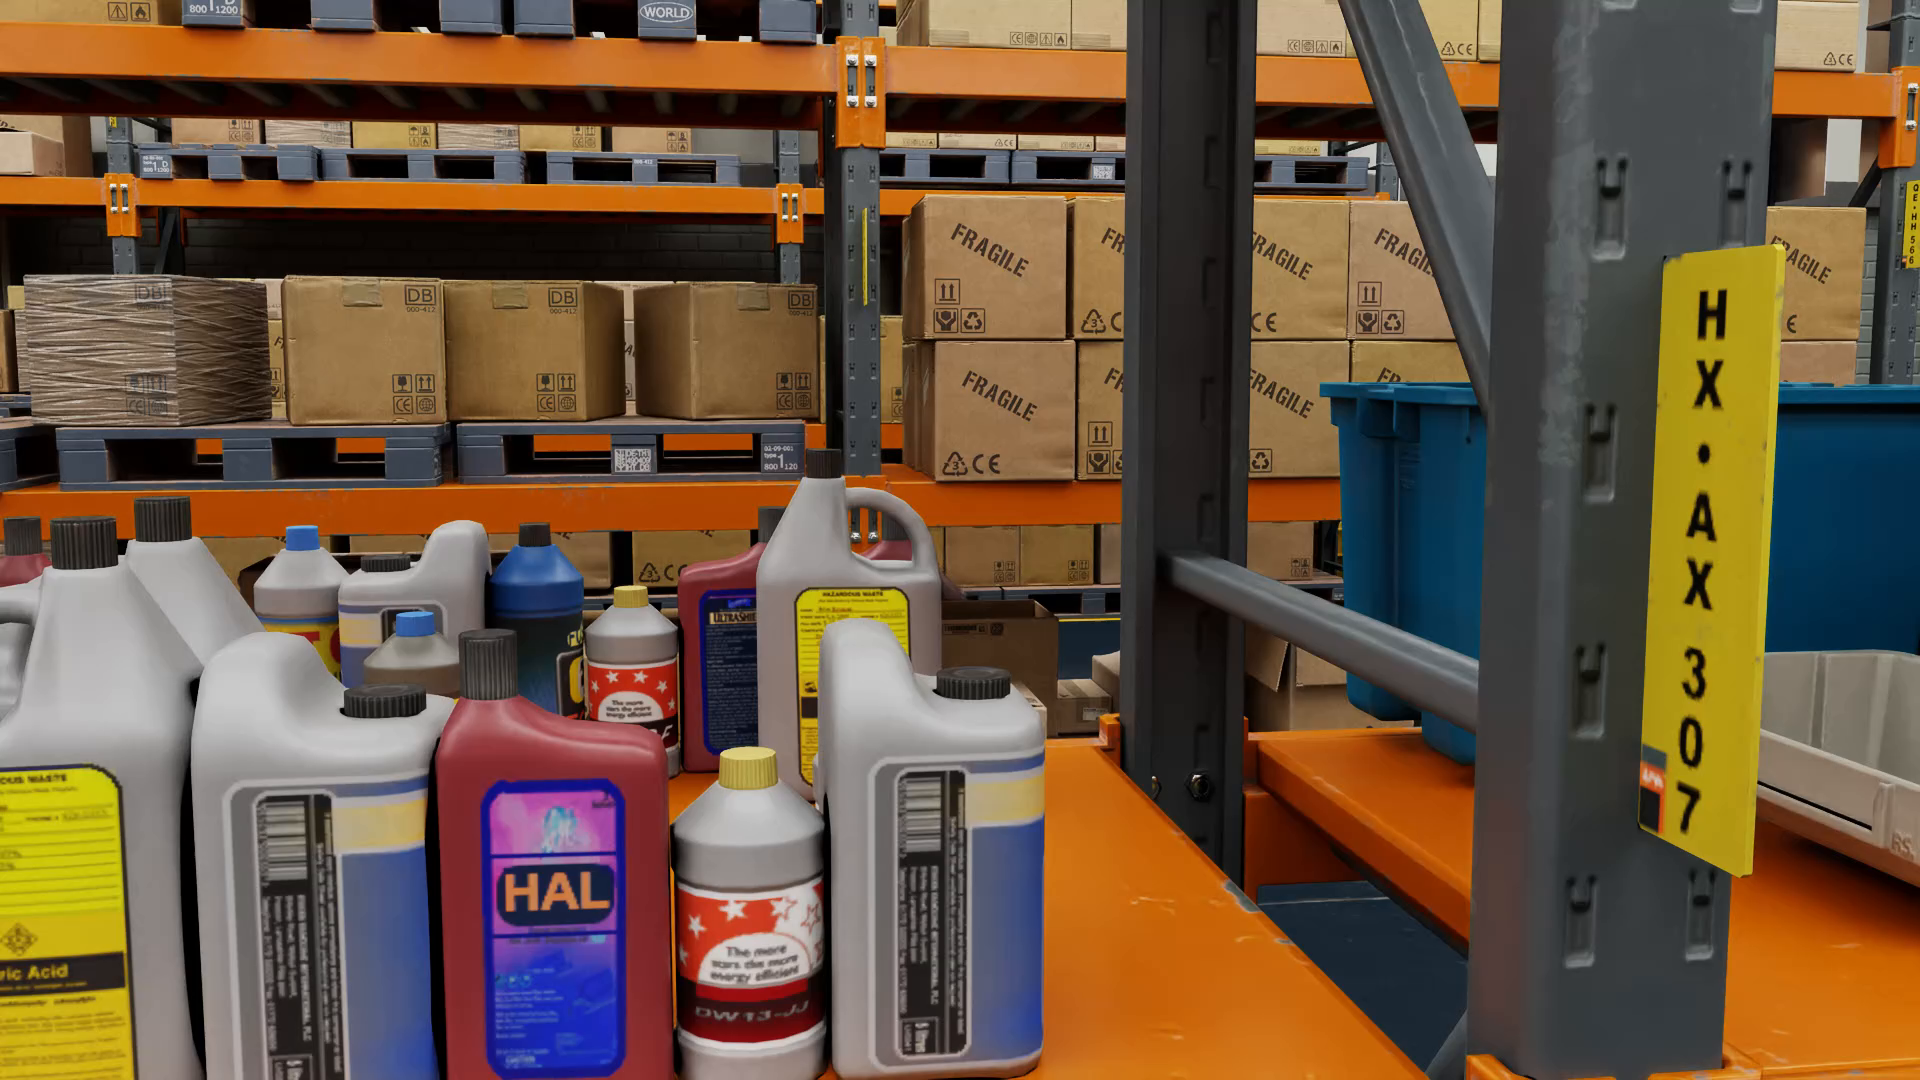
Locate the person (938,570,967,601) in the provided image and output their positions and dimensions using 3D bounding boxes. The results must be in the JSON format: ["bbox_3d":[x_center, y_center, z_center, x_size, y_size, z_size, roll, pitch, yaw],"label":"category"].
[{"bbox_3d":[-0.375,0.423,7.932,0.907,0.904,0.603,-1,6,-12],"label":"person"}]
